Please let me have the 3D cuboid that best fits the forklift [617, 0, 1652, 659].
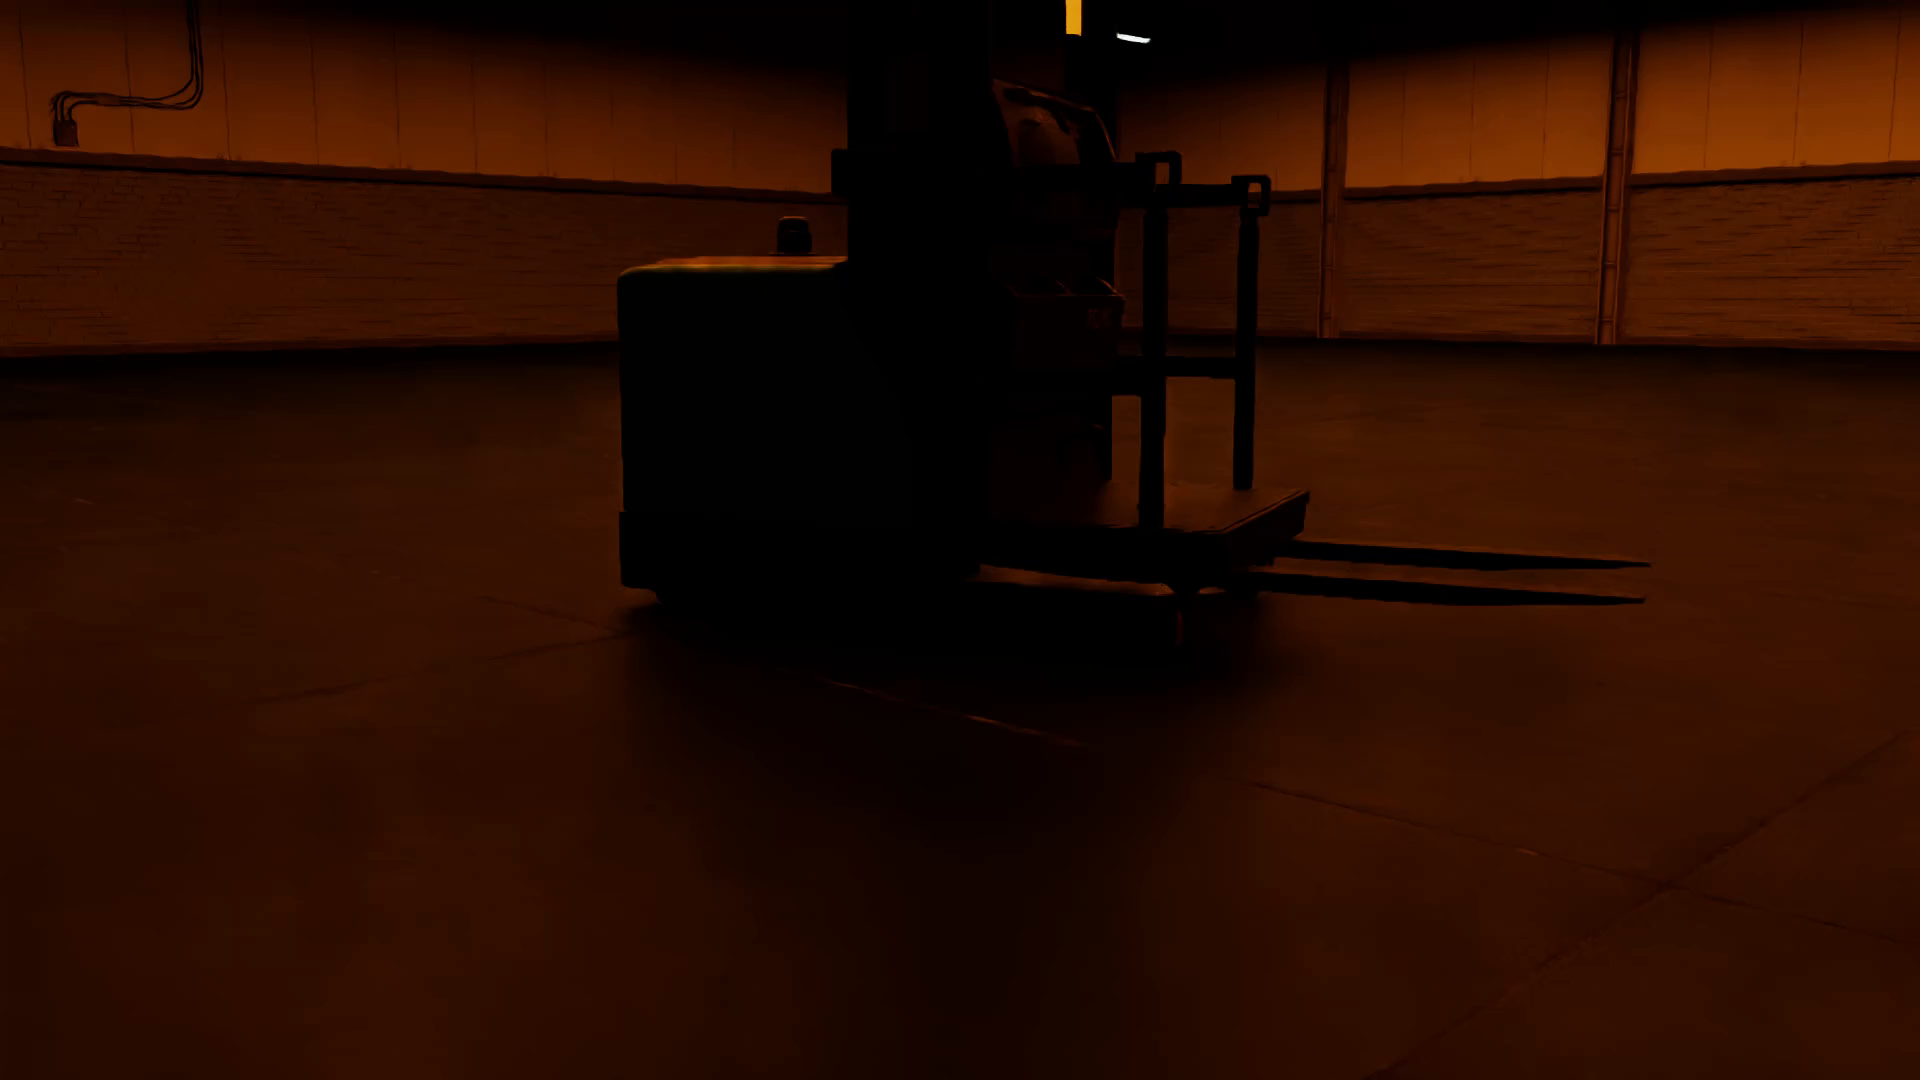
[{"bbox_3d":[0.480,-1.213,4.929,3.031,2.935,1.130,4,9,24],"label":"forklift"}]
